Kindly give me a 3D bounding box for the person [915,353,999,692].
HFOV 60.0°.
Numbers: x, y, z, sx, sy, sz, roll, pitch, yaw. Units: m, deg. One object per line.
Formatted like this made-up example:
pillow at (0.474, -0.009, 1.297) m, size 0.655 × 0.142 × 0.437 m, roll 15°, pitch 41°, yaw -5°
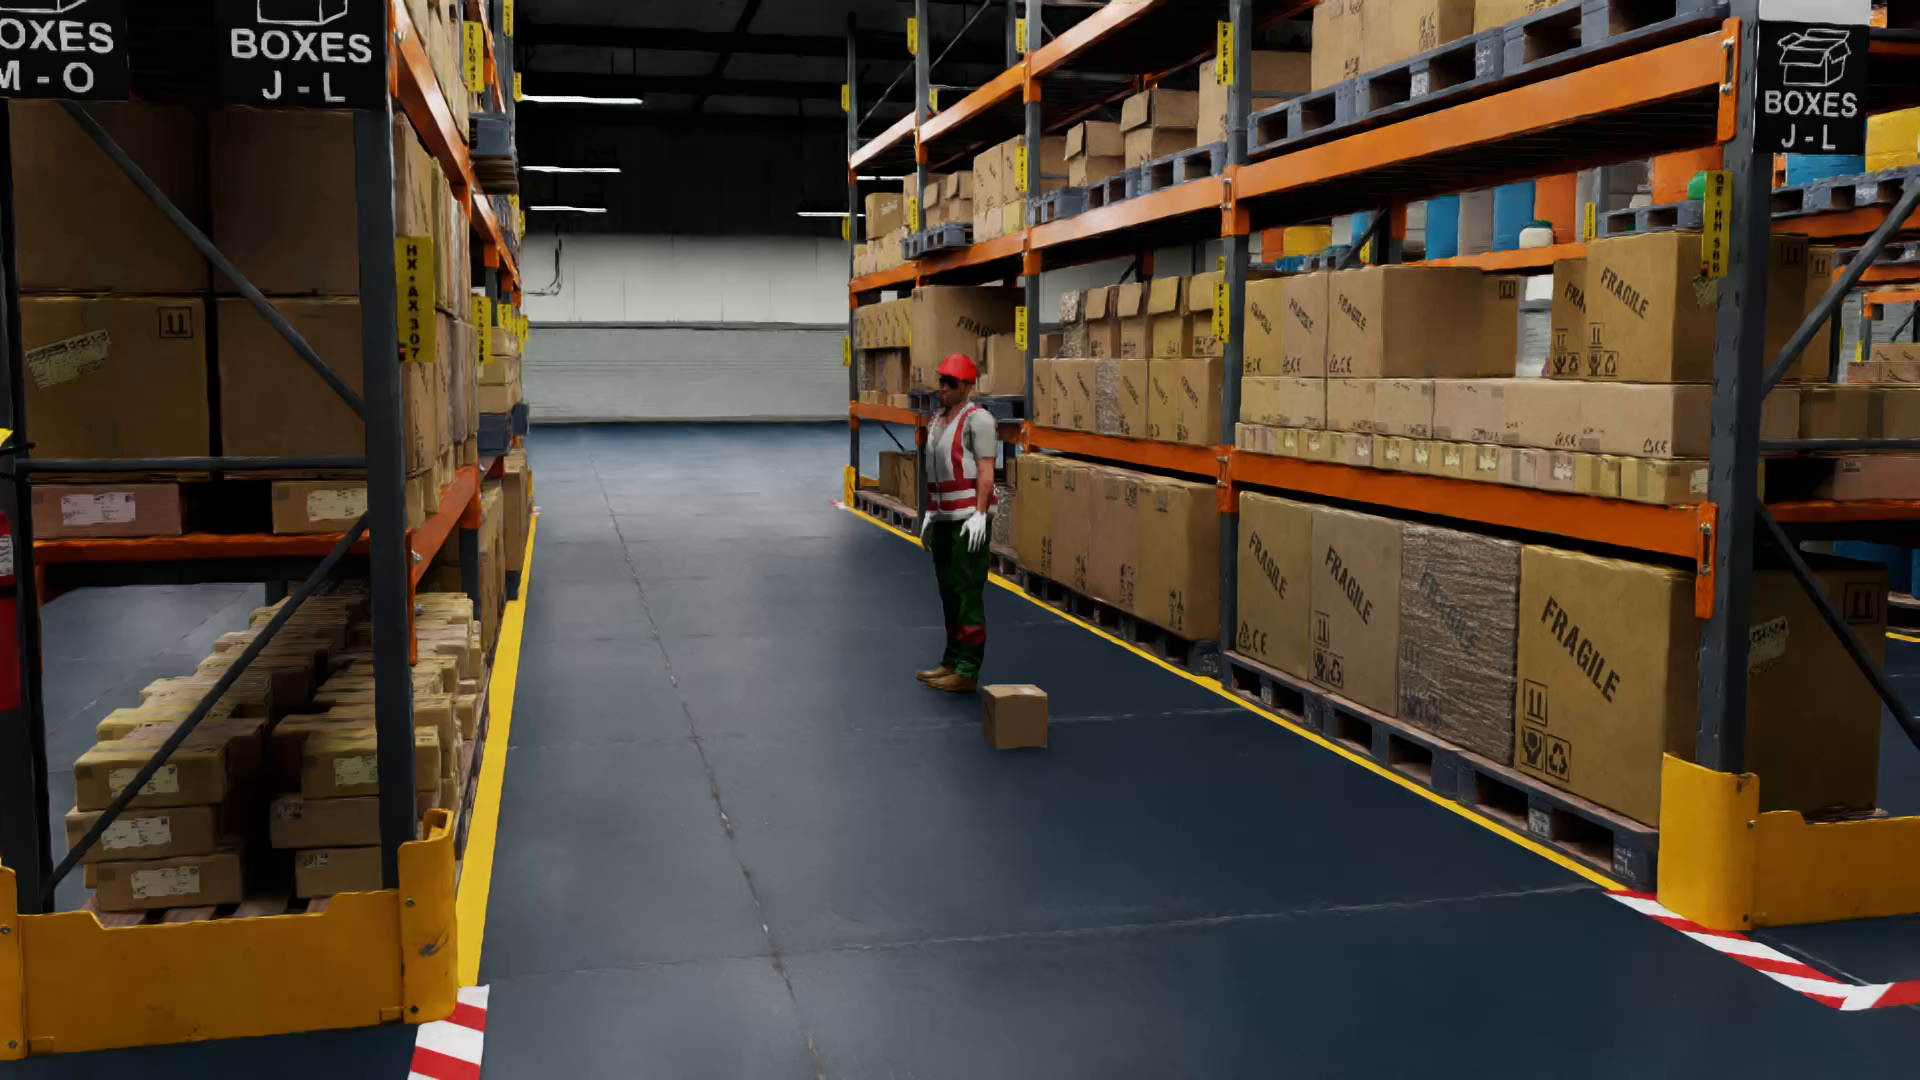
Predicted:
person at (-0.055, -0.093, 8.860) m, size 0.465 × 1.794 × 0.620 m, roll -4°, pitch 7°, yaw -35°
